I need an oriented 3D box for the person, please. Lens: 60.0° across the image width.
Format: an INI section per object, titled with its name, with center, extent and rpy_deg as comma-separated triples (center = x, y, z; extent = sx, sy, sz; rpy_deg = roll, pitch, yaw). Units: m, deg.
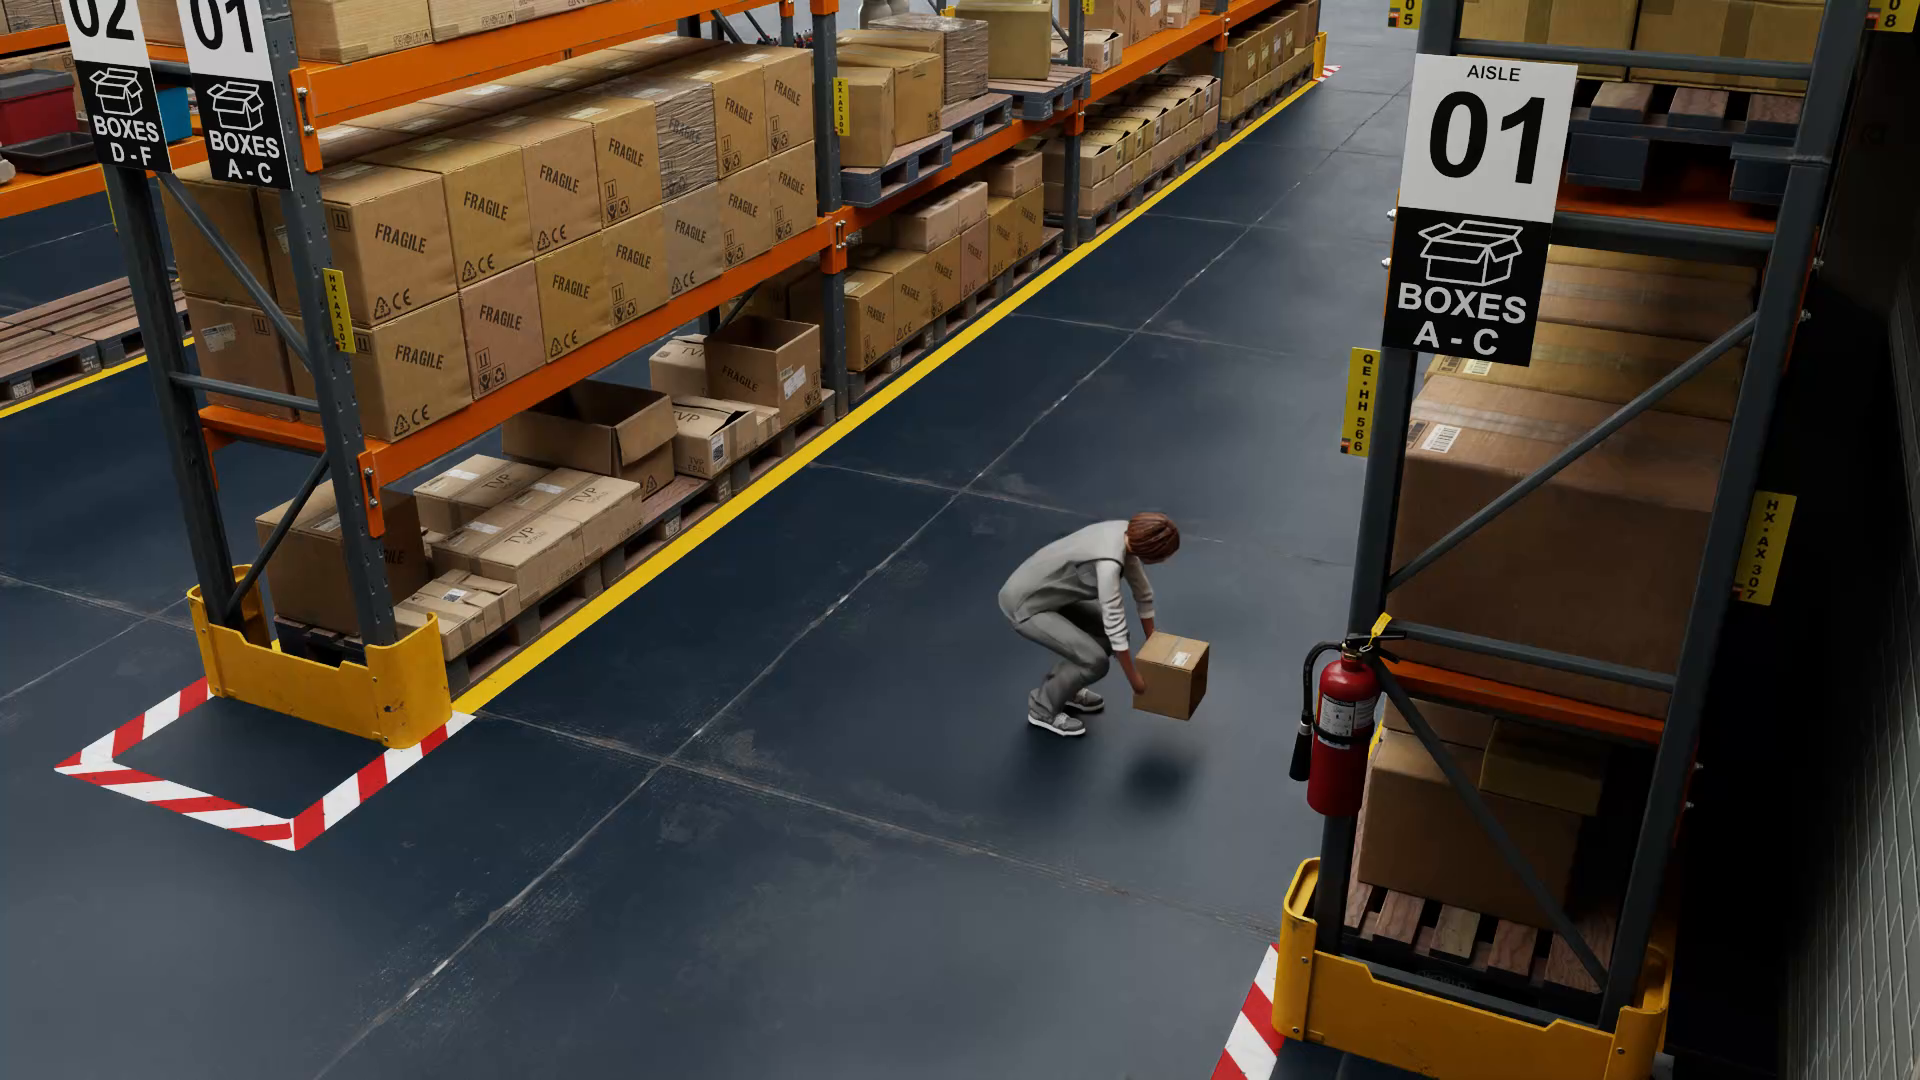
[person]
center = 0.545, 0.323, 7.122
extent = 0.757, 1.025, 0.457
rpy_deg = 12, 29, 22
